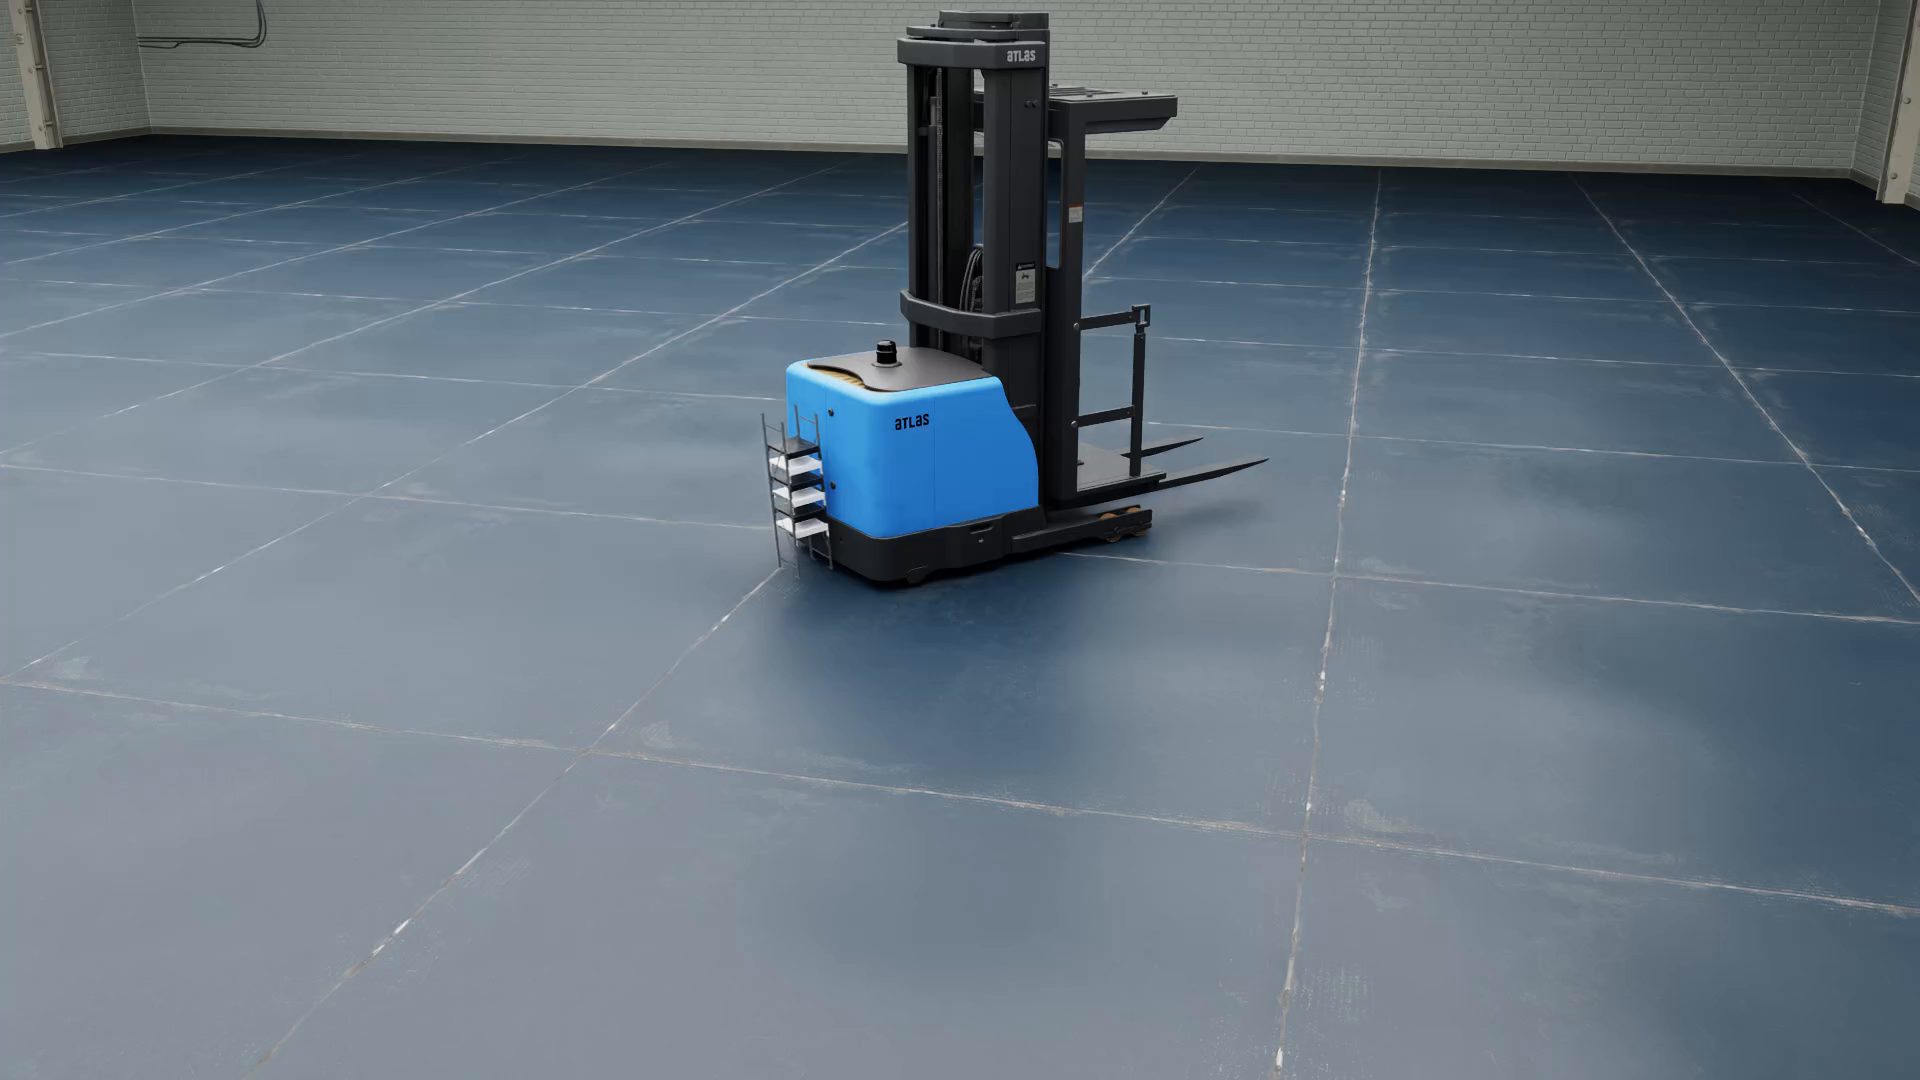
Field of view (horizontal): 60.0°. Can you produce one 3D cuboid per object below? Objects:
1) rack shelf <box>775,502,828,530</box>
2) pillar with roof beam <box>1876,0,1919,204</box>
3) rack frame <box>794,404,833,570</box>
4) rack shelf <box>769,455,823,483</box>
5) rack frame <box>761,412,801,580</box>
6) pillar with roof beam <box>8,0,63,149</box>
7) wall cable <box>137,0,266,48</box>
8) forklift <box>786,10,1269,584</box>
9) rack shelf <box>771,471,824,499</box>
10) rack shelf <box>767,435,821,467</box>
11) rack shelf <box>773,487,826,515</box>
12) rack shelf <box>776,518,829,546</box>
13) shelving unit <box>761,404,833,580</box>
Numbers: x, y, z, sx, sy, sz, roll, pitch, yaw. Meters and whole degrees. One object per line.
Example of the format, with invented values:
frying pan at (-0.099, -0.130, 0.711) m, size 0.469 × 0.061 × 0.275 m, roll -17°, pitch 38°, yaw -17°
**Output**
rack shelf at (-0.875, -0.146, 9.079) m, size 0.200 × 0.077 × 0.258 m, roll -17°, pitch 25°, yaw -30°
pillar with roof beam at (9.244, -9.477, 23.513) m, size 9.100 × 9.000 × 0.400 m, roll 5°, pitch 19°, yaw 13°
rack frame at (-0.799, -0.286, 9.085) m, size 0.006 × 0.900 × 0.240 m, roll -17°, pitch 25°, yaw -30°
rack shelf at (-0.893, -0.396, 8.980) m, size 0.200 × 0.077 × 0.258 m, roll -17°, pitch 25°, yaw -30°
rack frame at (-0.967, -0.234, 8.983) m, size 0.006 × 0.900 × 0.240 m, roll -17°, pitch 25°, yaw -30°
pillar with roof beam at (-12.952, -11.285, 28.805) m, size 9.100 × 9.000 × 0.400 m, roll 5°, pitch 19°, yaw 13°
wall cable at (-15.124, -10.975, 32.700) m, size 3.097 × 2.526 × 0.112 m, roll 5°, pitch 19°, yaw 13°
forklift at (0.519, -1.503, 9.552) m, size 3.031 × 2.935 × 1.130 m, roll -13°, pitch 23°, yaw -33°
rack shelf at (-0.887, -0.313, 9.013) m, size 0.200 × 0.077 × 0.258 m, roll -17°, pitch 25°, yaw -30°
rack shelf at (-0.899, -0.480, 8.947) m, size 0.200 × 0.077 × 0.258 m, roll -17°, pitch 25°, yaw -30°
rack shelf at (-0.881, -0.229, 9.046) m, size 0.200 × 0.077 × 0.258 m, roll -17°, pitch 25°, yaw -30°
rack shelf at (-0.869, -0.062, 9.112) m, size 0.200 × 0.077 × 0.258 m, roll -17°, pitch 25°, yaw -30°
shelving unit at (-0.883, -0.260, 9.034) m, size 0.210 × 0.900 × 0.258 m, roll -17°, pitch 25°, yaw -30°
